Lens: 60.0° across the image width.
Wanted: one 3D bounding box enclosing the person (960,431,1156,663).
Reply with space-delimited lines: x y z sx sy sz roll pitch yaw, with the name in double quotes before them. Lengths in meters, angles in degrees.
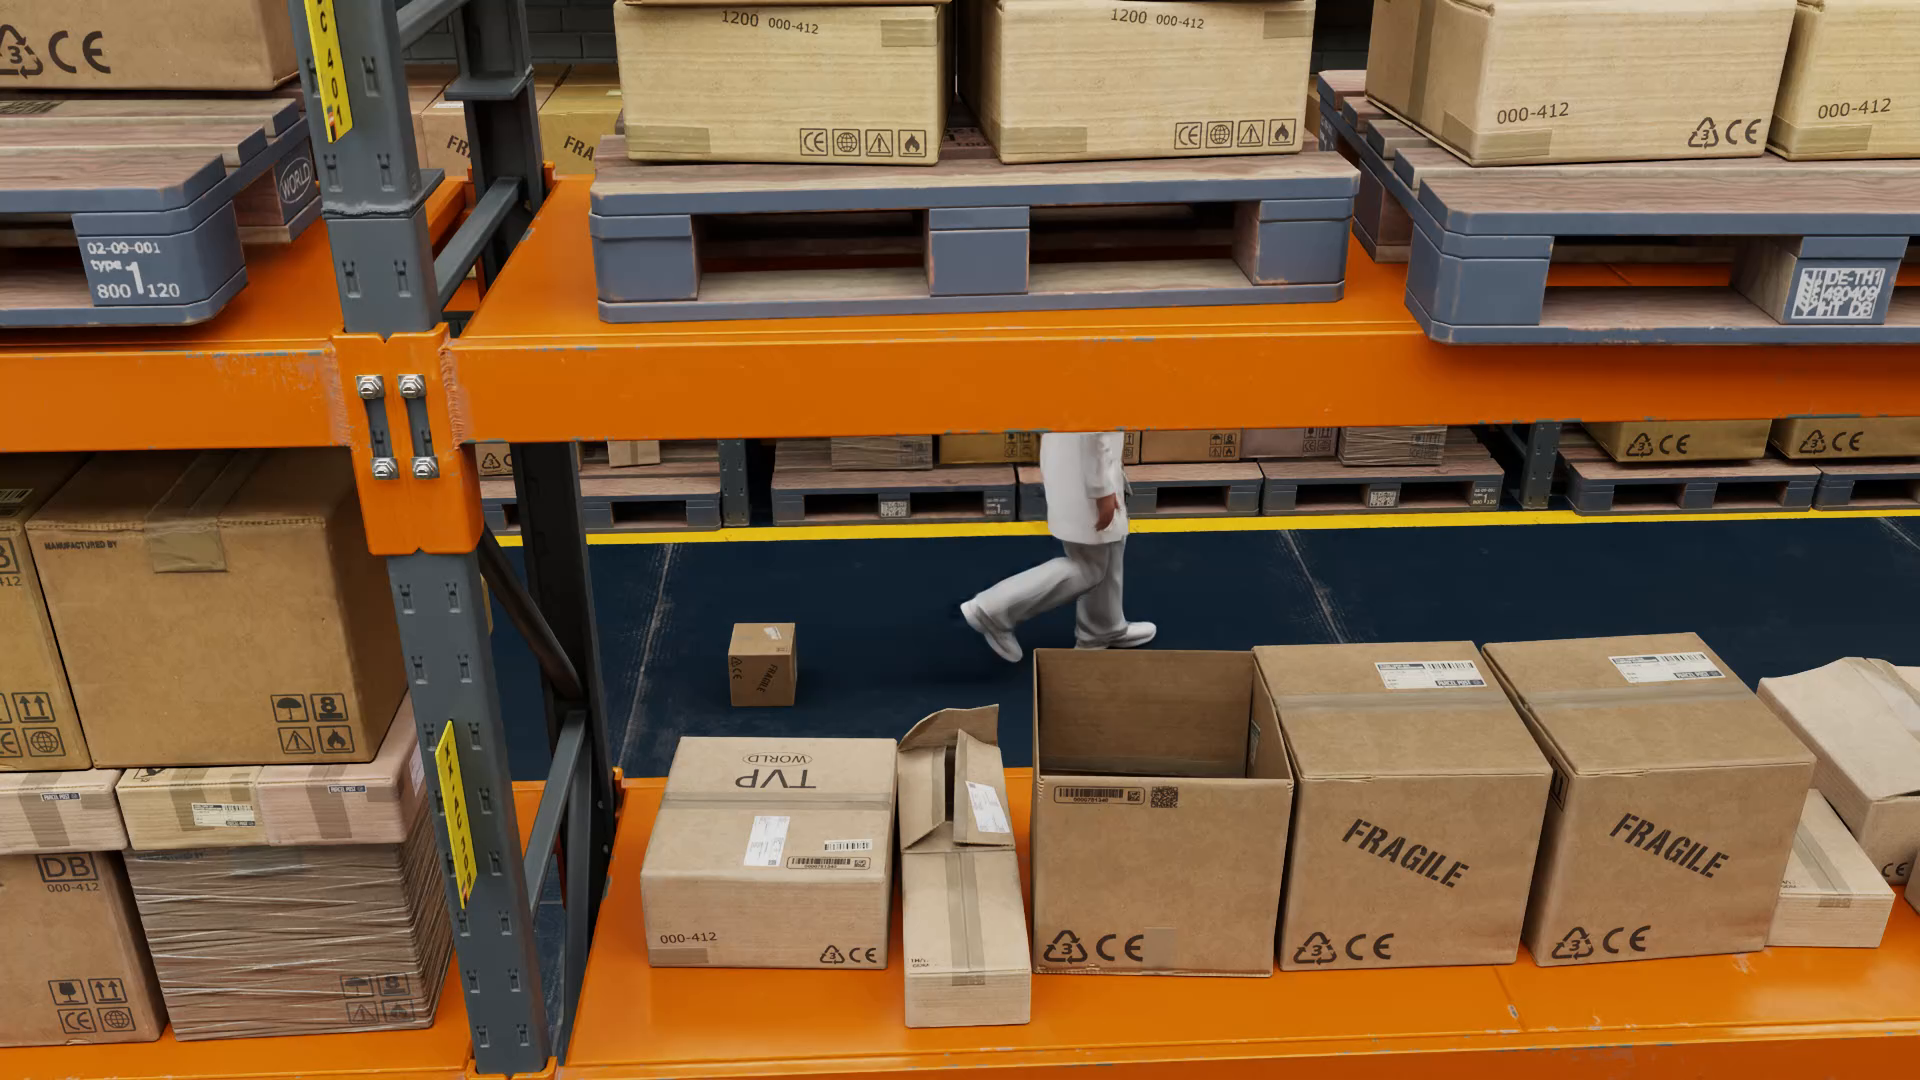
"person" 0.427 -0.274 6.638 0.885 1.753 0.591 -5 28 -9
